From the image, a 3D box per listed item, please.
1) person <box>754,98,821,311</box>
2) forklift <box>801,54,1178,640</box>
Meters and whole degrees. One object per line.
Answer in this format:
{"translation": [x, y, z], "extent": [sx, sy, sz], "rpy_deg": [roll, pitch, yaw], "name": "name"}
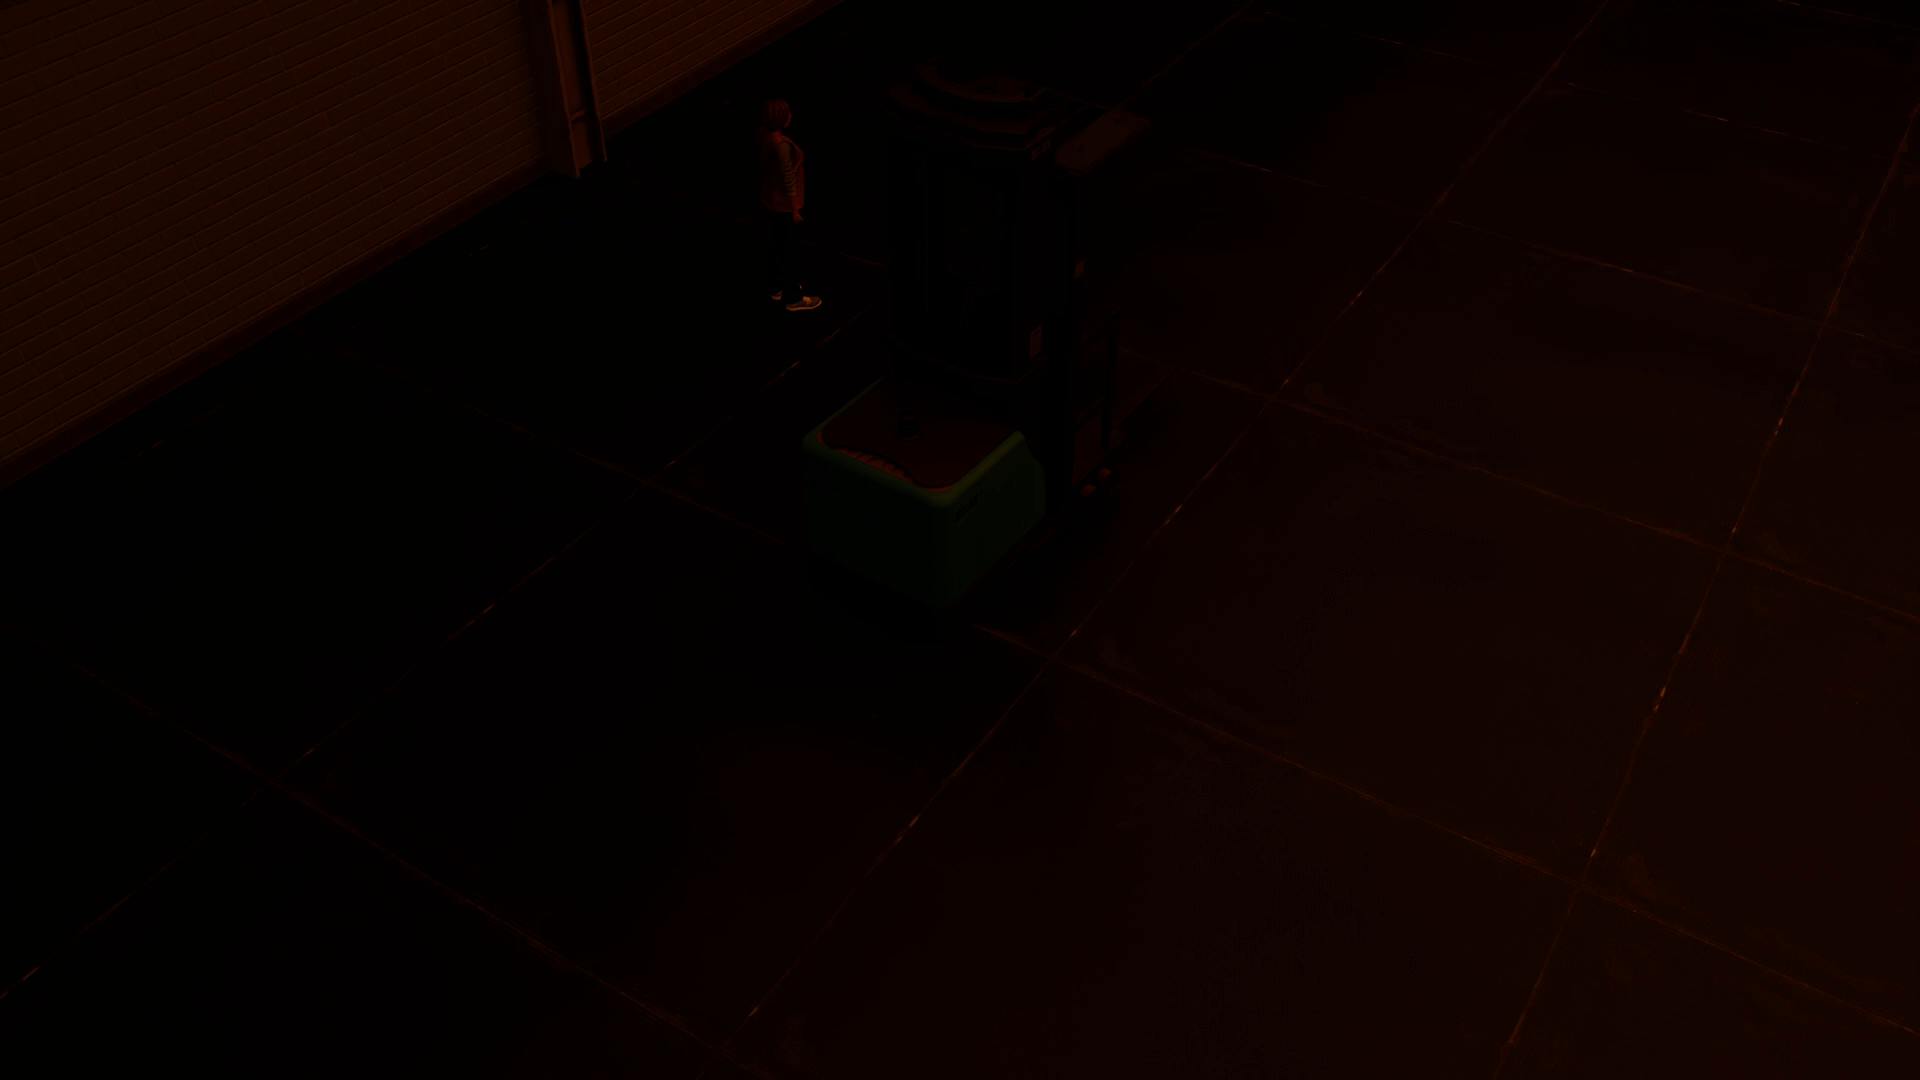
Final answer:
{"translation": [-1.250, -2.390, 11.817], "extent": [0.318, 1.603, 0.405], "rpy_deg": [-24, 46, -25], "name": "person"}
{"translation": [0.347, -1.464, 9.695], "extent": [1.130, 2.935, 3.031], "rpy_deg": [24, 46, 26], "name": "forklift"}
